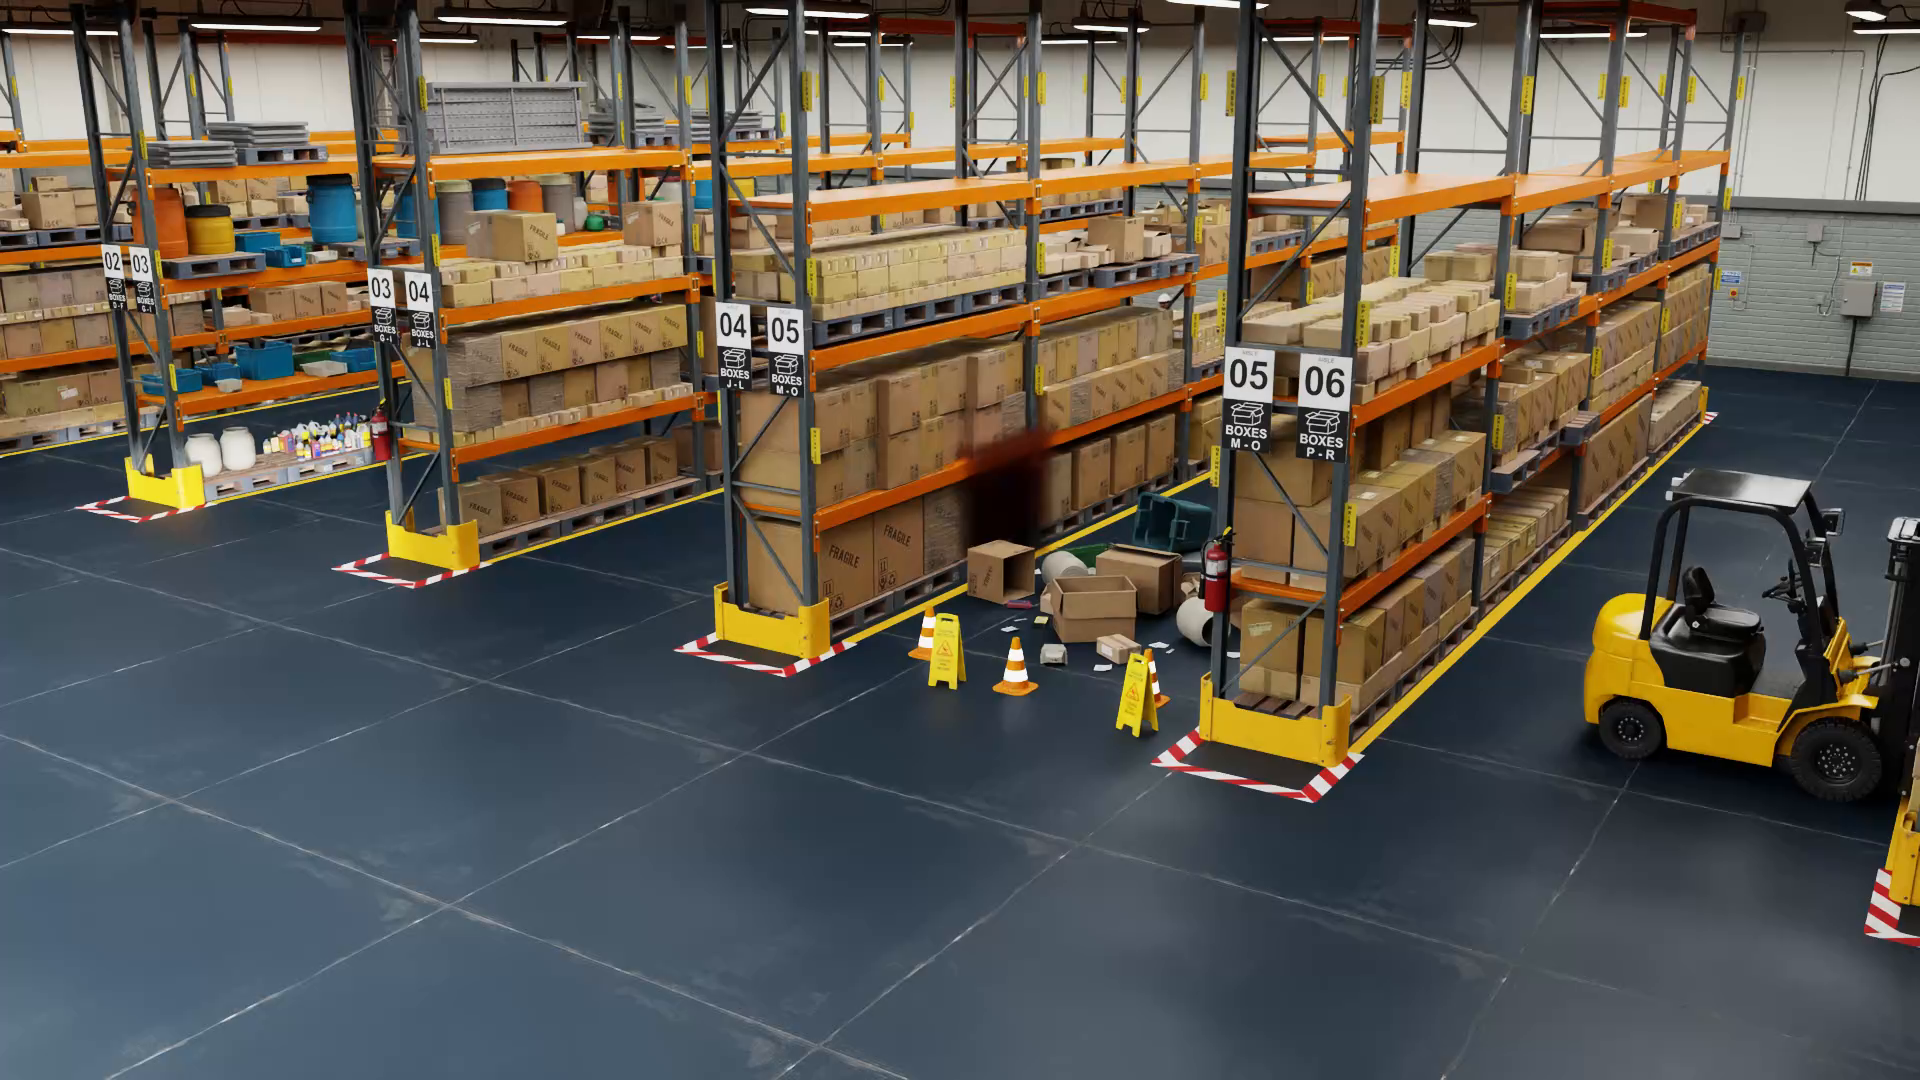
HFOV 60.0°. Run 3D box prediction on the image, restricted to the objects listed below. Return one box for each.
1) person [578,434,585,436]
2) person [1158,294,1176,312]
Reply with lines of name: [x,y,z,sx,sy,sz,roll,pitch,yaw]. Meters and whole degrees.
person: [-5.714,-2.284,24.550,0.543,1.561,0.600,10,18,31]
person: [3.312,-3.188,27.338,0.613,1.714,1.054,8,17,27]
